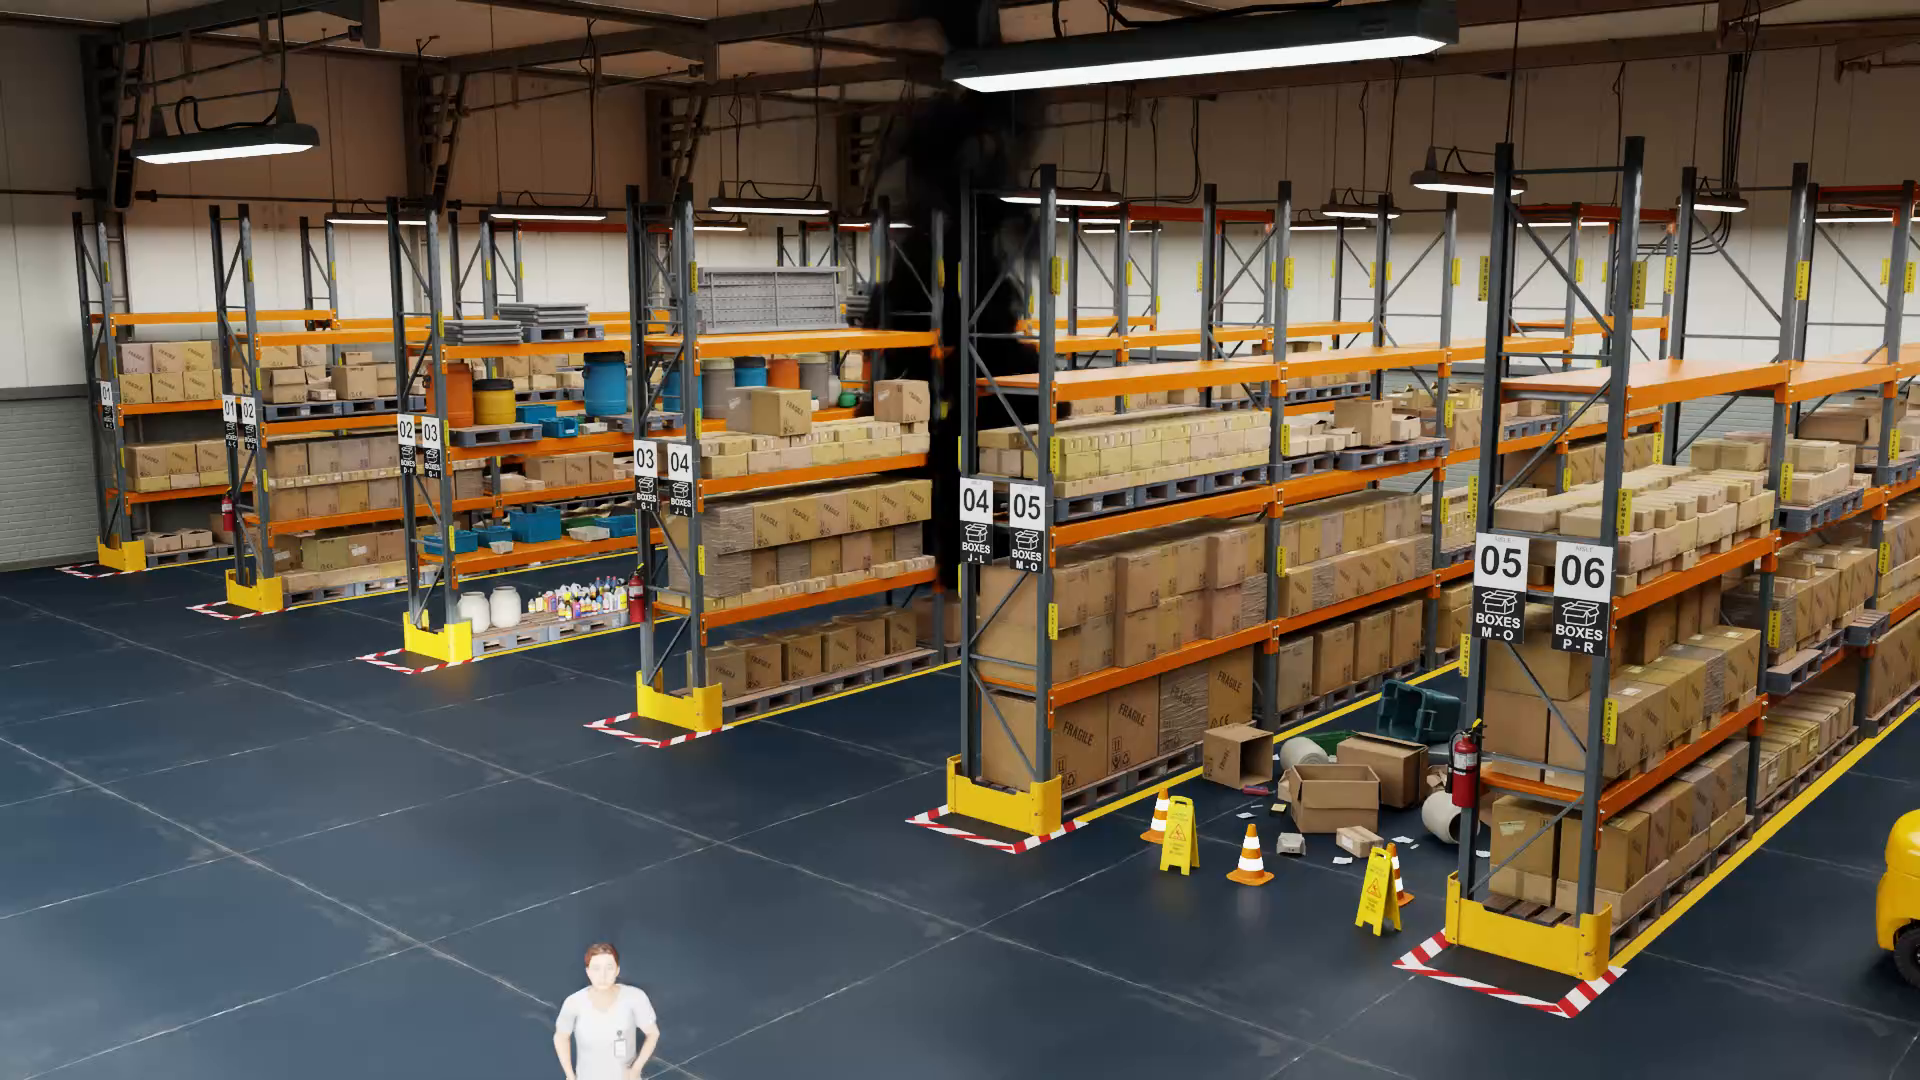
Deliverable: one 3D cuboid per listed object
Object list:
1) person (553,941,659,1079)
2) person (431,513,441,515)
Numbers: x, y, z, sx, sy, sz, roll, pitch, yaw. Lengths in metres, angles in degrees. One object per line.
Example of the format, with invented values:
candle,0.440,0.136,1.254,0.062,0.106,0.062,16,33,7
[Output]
person,-1.884,2.911,8.898,0.555,1.626,0.621,-2,10,-9
person,-9.162,-0.443,29.279,0.538,1.557,0.549,6,11,33
